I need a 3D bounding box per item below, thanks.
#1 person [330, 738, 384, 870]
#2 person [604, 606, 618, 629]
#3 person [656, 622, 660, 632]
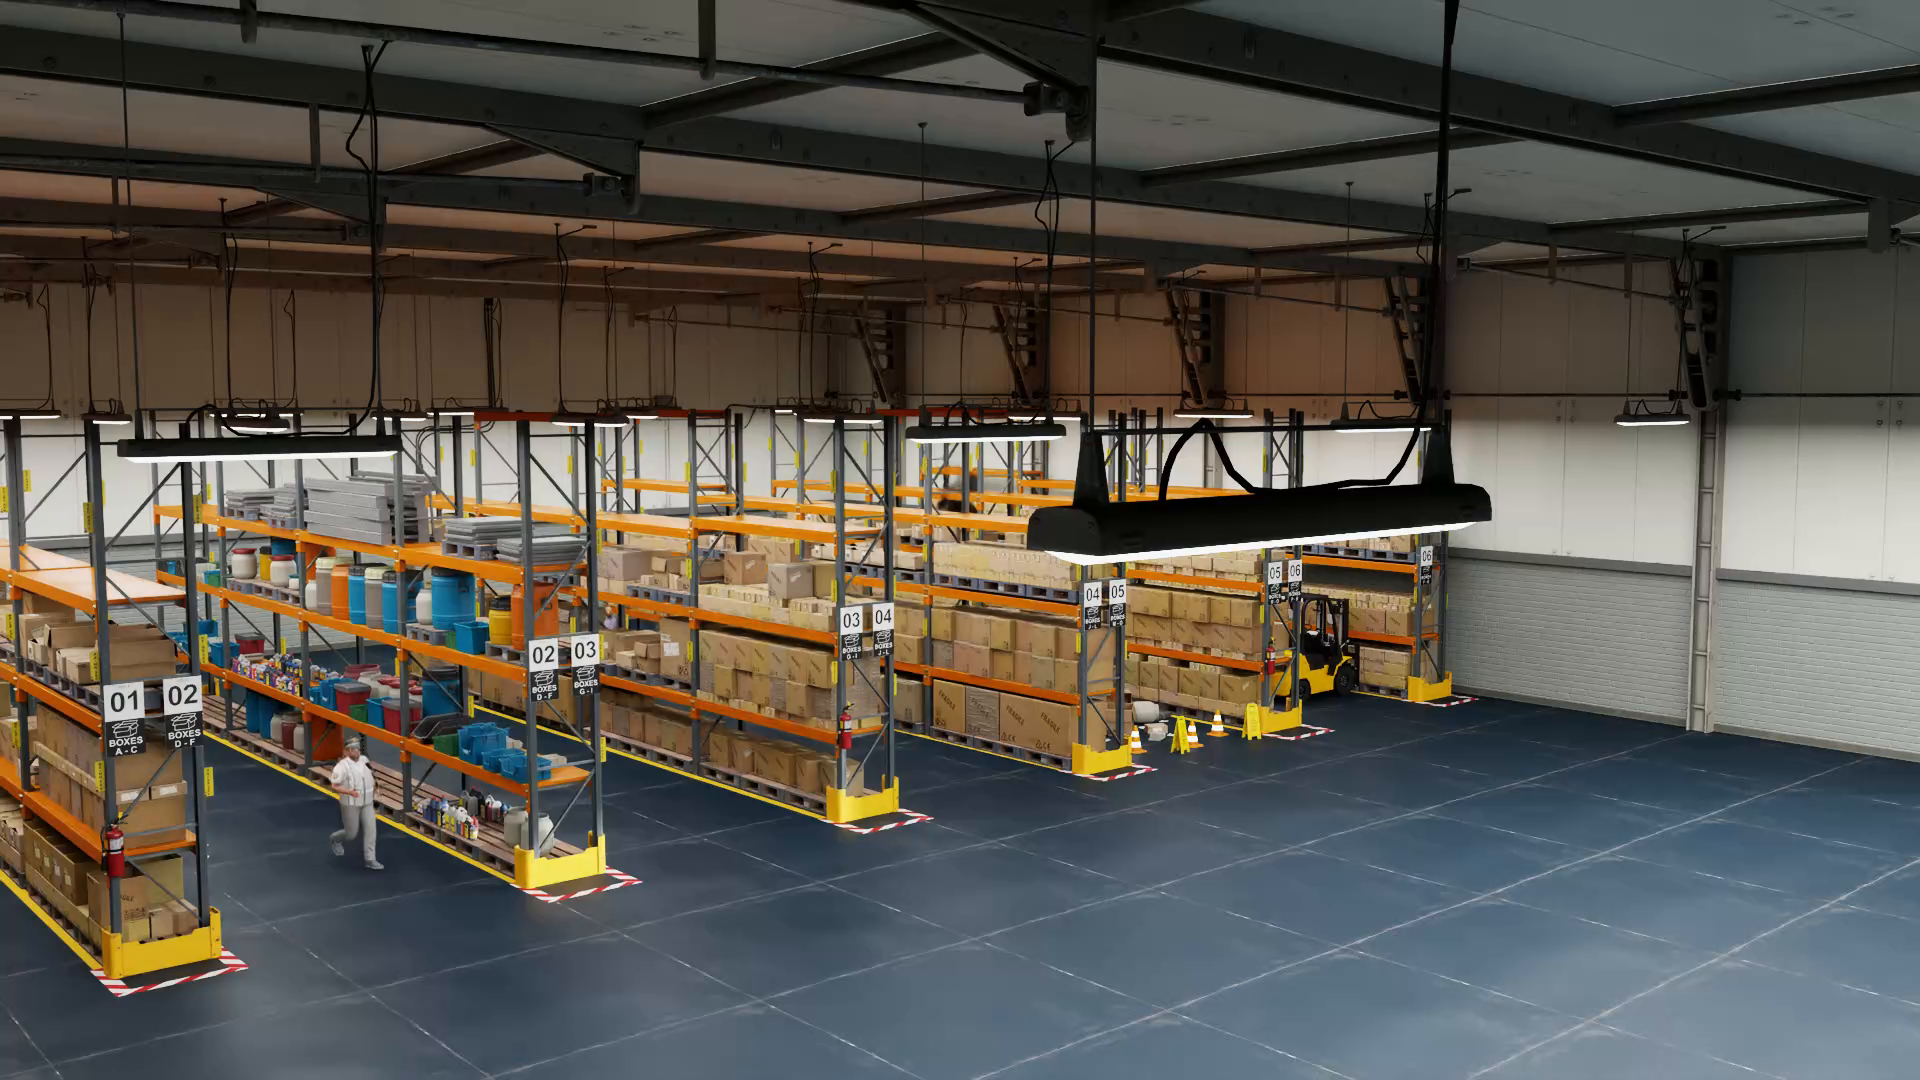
[{"bbox_3d":[-8.061,3.498,22.251,0.992,1.747,0.678,4,6,39],"label":"person"},{"bbox_3d":[-7.814,2.272,37.111,0.552,1.607,0.593,5,7,44],"label":"person"},{"bbox_3d":[-7.395,1.904,41.438,0.567,1.608,0.714,1,5,14],"label":"person"}]
